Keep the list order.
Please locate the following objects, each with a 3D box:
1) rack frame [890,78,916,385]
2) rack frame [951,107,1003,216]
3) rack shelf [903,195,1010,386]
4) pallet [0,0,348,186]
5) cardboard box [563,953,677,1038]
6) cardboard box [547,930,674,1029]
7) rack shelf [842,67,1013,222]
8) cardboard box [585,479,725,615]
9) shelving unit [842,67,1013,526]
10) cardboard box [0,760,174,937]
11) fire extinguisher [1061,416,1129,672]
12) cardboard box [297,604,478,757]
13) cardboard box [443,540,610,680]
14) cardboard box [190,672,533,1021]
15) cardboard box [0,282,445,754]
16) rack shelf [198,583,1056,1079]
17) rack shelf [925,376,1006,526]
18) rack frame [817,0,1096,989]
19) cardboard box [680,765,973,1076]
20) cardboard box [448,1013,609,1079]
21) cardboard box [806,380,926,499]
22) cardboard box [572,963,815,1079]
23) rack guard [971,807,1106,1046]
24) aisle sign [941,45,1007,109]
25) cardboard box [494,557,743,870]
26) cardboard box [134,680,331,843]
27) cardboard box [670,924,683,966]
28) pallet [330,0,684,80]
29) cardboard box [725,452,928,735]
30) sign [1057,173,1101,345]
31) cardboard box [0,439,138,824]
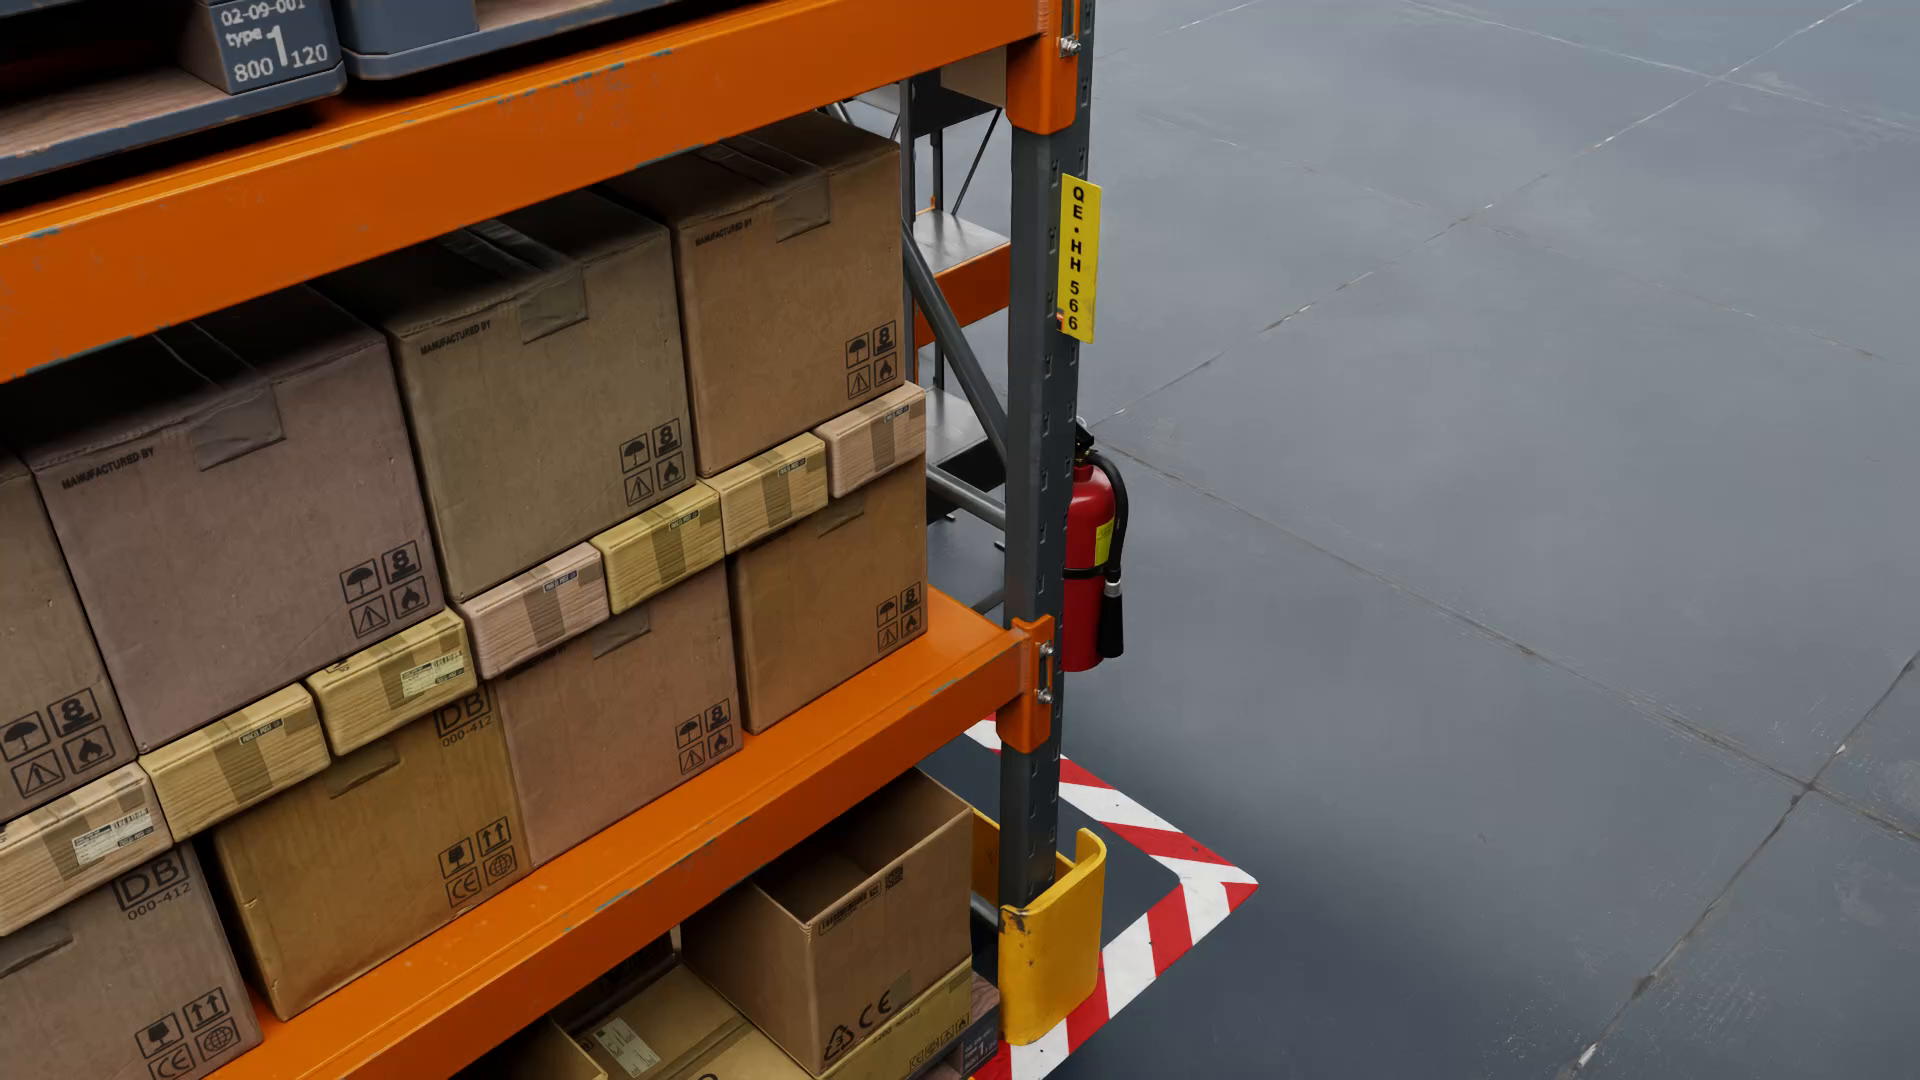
[{"bbox_3d":[-0.289,-0.695,5.411,0.400,2.100,0.015,30,45,35],"label":"rack frame"},{"bbox_3d":[0.054,-0.894,5.696,0.380,1.831,0.006,30,45,35],"label":"rack frame"},{"bbox_3d":[-0.117,-0.783,5.561,0.431,0.518,0.480,30,45,35],"label":"rack shelf"},{"bbox_3d":[-1.529,-0.606,1.952,1.003,0.211,1.213,30,45,35],"label":"pallet"},{"bbox_3d":[-1.038,1.102,4.084,0.500,0.250,0.500,30,45,35],"label":"cardboard box"},{"bbox_3d":[-1.039,0.794,3.871,0.500,0.500,0.500,30,45,35],"label":"cardboard box"},{"bbox_3d":[-0.117,-1.357,5.160,0.431,0.518,0.480,30,45,35],"label":"rack shelf"},{"bbox_3d":[-0.650,-0.051,3.046,0.380,0.149,0.250,29,44,35],"label":"cardboard box"},{"bbox_3d":[-0.118,-0.793,5.552,0.431,2.100,0.499,30,45,35],"label":"shelving unit"},{"bbox_3d":[-1.378,0.369,2.444,0.380,0.149,0.250,29,44,35],"label":"cardboard box"},{"bbox_3d":[0.260,-0.015,3.717,0.296,0.674,0.183,30,45,35],"label":"fire extinguisher"},{"bbox_3d":[-1.013,0.157,2.748,0.250,0.149,0.380,-28,44,-34],"label":"cardboard box"},{"bbox_3d":[-0.829,0.051,2.901,0.250,0.149,0.380,-29,44,-35],"label":"cardboard box"},{"bbox_3d":[-1.211,0.372,3.008,0.500,0.500,0.700,-30,45,-35],"label":"cardboard box"},{"bbox_3d":[-1.249,-0.133,2.597,0.500,0.500,0.700,-30,45,-35],"label":"cardboard box"},{"bbox_3d":[-1.562,0.921,2.936,1.077,0.370,4.000,30,45,35],"label":"rack shelf"},{"bbox_3d":[-0.117,-0.209,5.961,0.431,0.518,0.480,30,45,35],"label":"rack shelf"},{"bbox_3d":[-0.152,-0.186,3.895,1.000,3.000,0.127,30,45,35],"label":"rack frame"},{"bbox_3d":[-0.319,0.800,3.862,0.500,0.500,0.500,30,45,35],"label":"cardboard box"},{"bbox_3d":[-1.013,1.211,3.272,0.500,0.500,0.500,30,45,35],"label":"cardboard box"},{"bbox_3d":[-0.286,-0.261,3.348,0.380,0.149,0.250,29,44,35],"label":"cardboard box"},{"bbox_3d":[-0.664,1.314,3.780,0.500,0.250,0.500,30,45,35],"label":"cardboard box"},{"bbox_3d":[-0.136,0.829,4.624,1.175,0.500,0.348,30,45,35],"label":"rack guard"},{"bbox_3d":[0.102,-1.161,3.019,0.394,0.787,0.004,30,45,35],"label":"aisle sign"},{"bbox_3d":[-2.347,1.459,2.183,4.930,1.340,1.023,-29,44,-35],"label":"cardboard box"},{"bbox_3d":[-1.198,0.265,2.593,0.250,0.149,0.380,-29,44,-34],"label":"cardboard box"},{"bbox_3d":[-0.688,0.898,4.377,0.500,0.250,0.500,30,45,35],"label":"cardboard box"},{"bbox_3d":[-0.669,-1.104,2.665,1.003,0.211,1.213,30,45,35],"label":"pallet"},{"bbox_3d":[-0.490,-0.043,3.602,0.700,0.500,0.500,30,45,35],"label":"cardboard box"},{"bbox_3d":[0.223,-0.534,3.174,0.100,0.325,0.005,30,45,35],"label":"sign"},{"bbox_3d":[-1.602,0.071,2.305,0.700,0.500,0.500,30,45,35],"label":"cardboard box"}]
